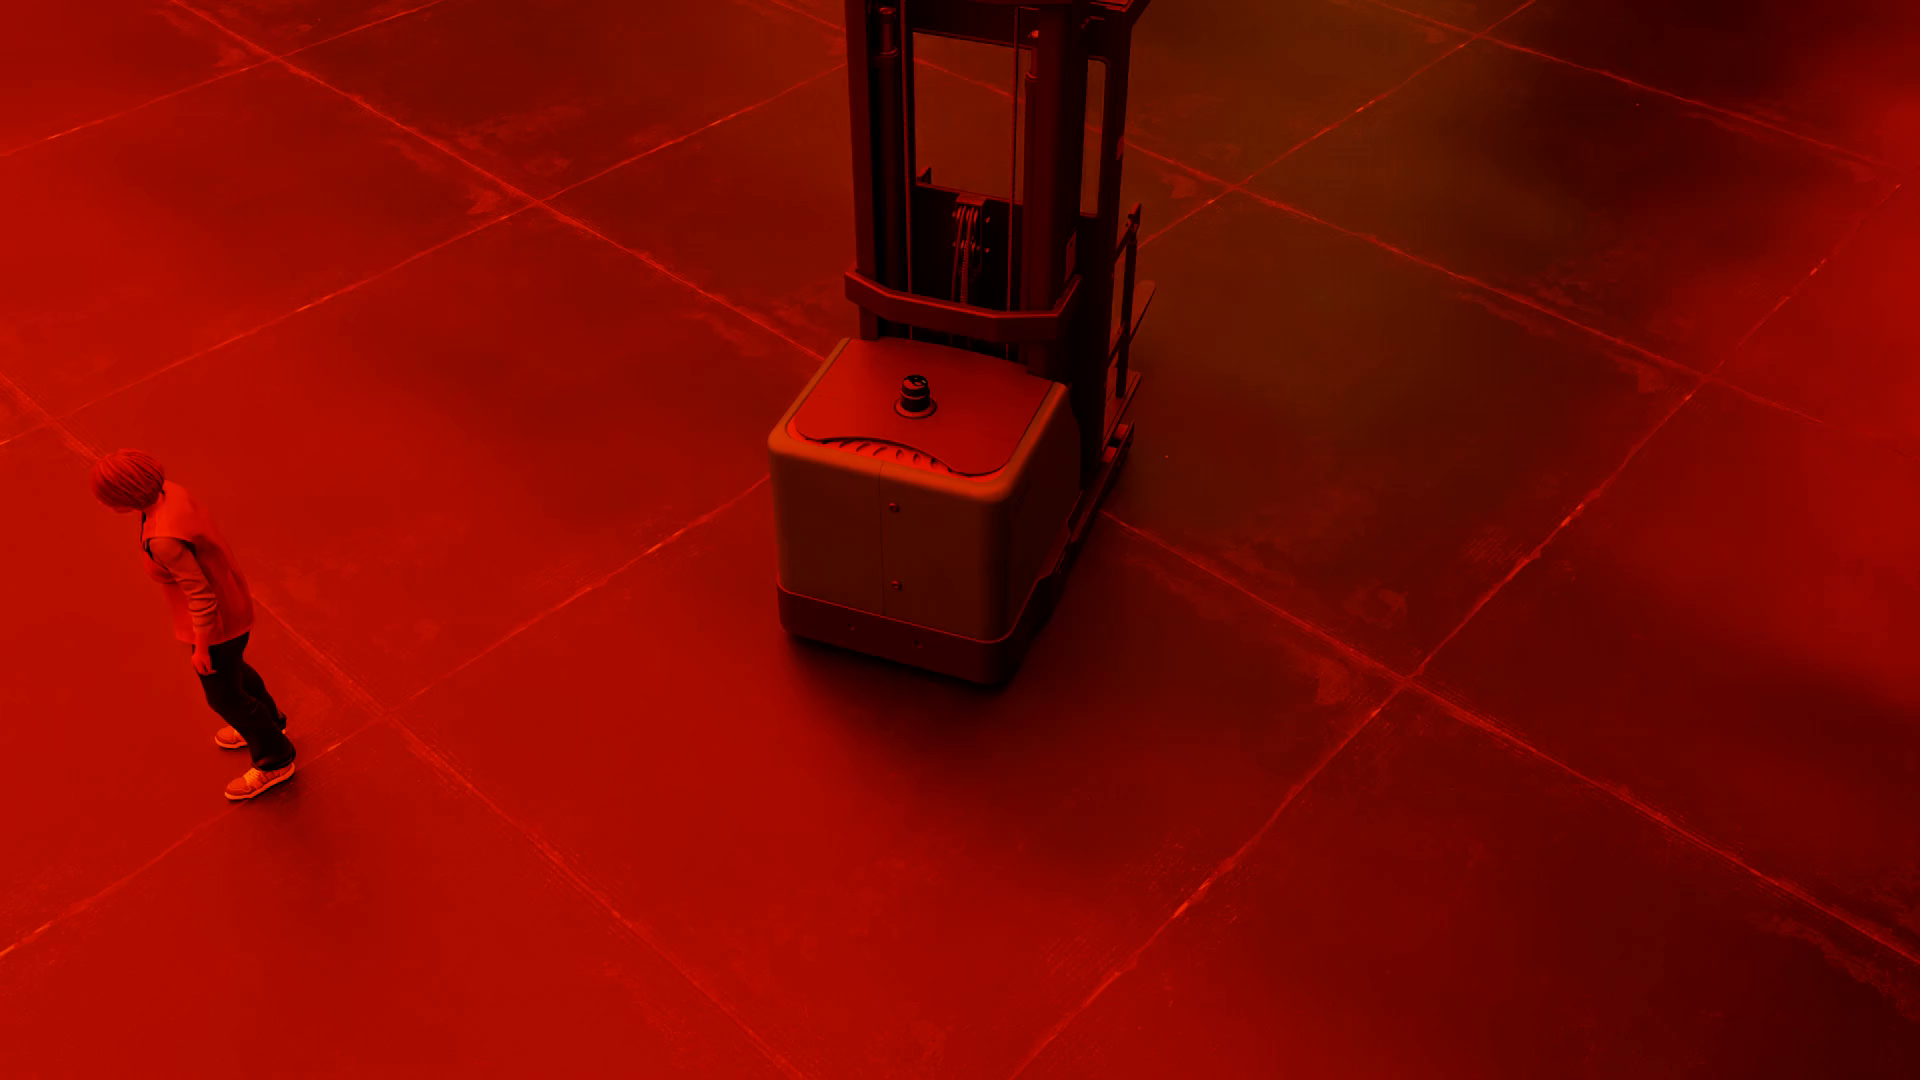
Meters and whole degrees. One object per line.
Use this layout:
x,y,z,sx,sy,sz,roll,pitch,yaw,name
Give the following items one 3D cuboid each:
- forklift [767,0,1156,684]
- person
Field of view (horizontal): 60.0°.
0.211,-1.484,7.158,1.130,2.935,3.031,14,42,15,forklift
-2.773,0.292,6.116,0.345,1.593,0.464,-17,43,-19,person
